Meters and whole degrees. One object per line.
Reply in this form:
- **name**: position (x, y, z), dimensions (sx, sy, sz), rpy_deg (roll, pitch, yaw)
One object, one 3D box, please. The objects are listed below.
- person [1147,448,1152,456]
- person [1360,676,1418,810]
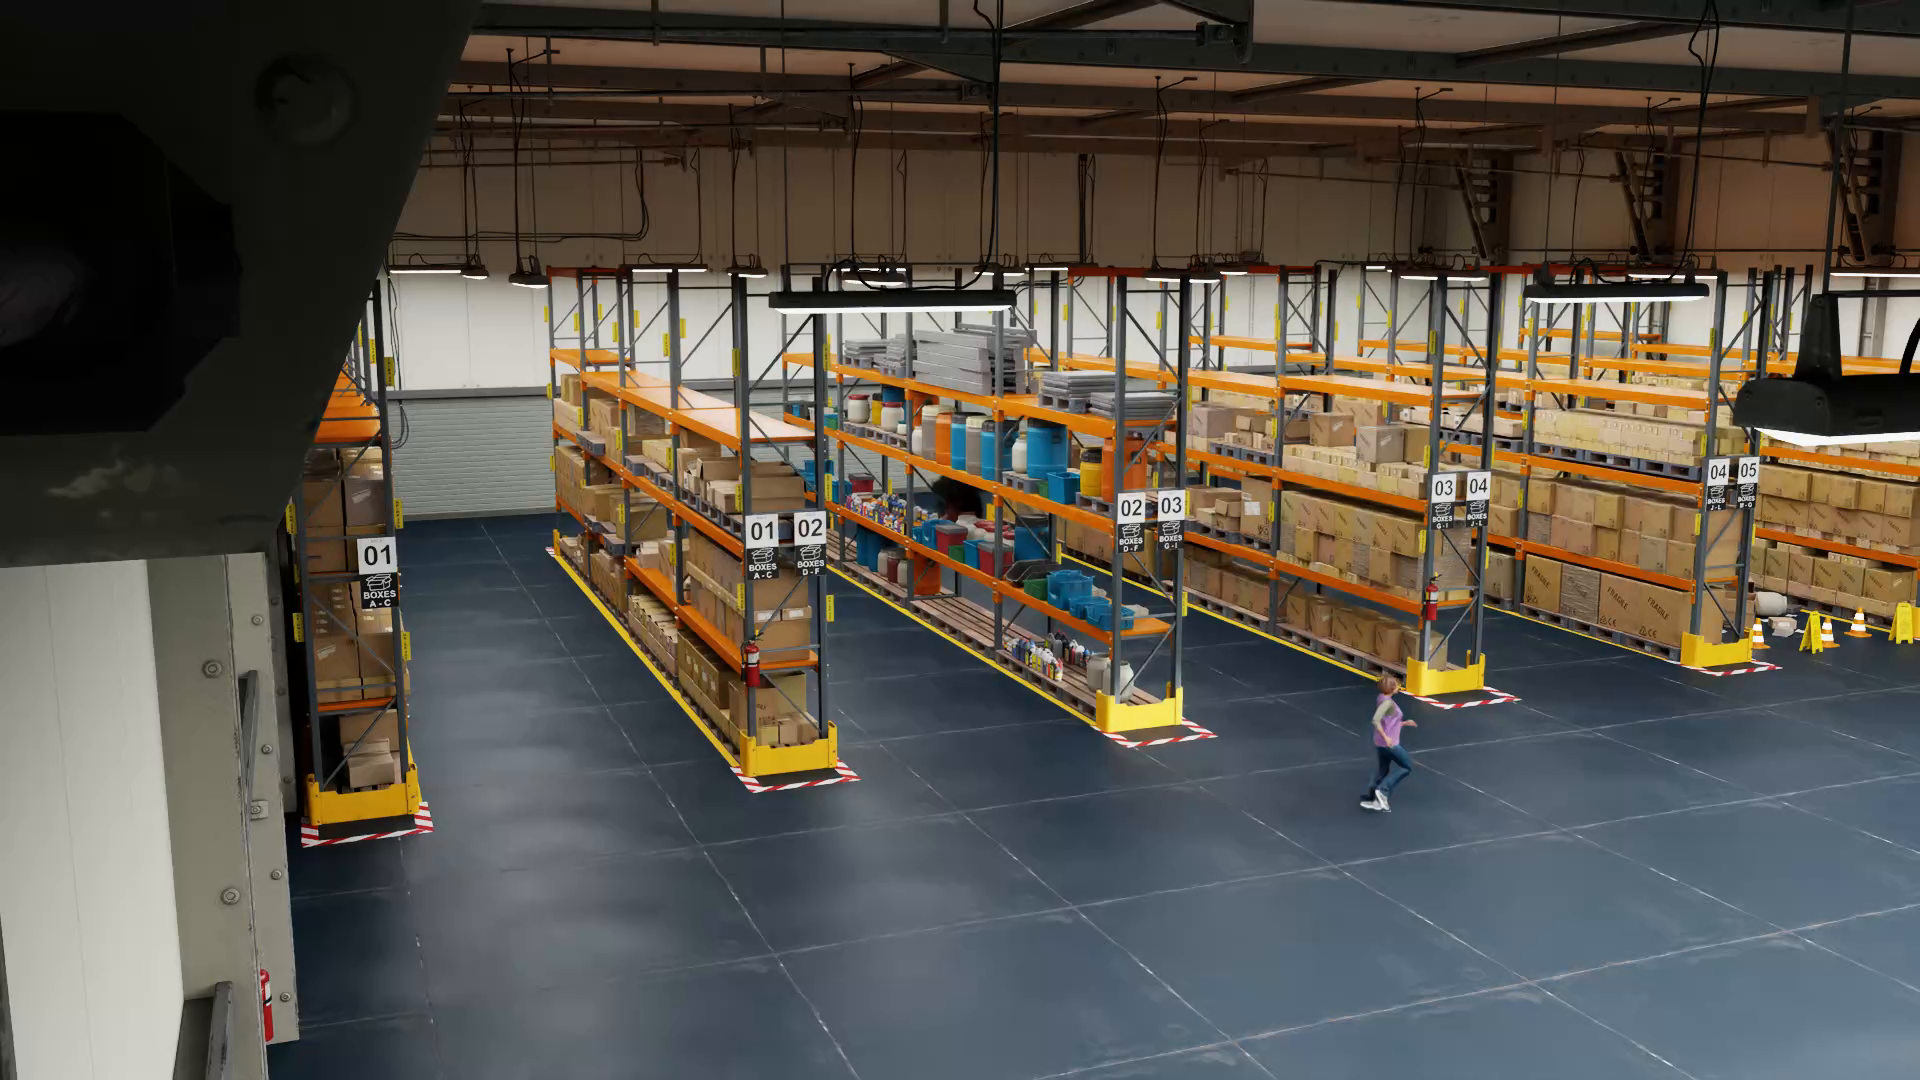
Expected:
- **person**: position (4.369, -1.301, 39.168), dimensions (0.748, 1.749, 0.569), rpy_deg (0, 10, 2)
- **person**: position (4.870, 2.304, 18.842), dimensions (0.620, 1.566, 0.513), rpy_deg (0, 10, 0)
